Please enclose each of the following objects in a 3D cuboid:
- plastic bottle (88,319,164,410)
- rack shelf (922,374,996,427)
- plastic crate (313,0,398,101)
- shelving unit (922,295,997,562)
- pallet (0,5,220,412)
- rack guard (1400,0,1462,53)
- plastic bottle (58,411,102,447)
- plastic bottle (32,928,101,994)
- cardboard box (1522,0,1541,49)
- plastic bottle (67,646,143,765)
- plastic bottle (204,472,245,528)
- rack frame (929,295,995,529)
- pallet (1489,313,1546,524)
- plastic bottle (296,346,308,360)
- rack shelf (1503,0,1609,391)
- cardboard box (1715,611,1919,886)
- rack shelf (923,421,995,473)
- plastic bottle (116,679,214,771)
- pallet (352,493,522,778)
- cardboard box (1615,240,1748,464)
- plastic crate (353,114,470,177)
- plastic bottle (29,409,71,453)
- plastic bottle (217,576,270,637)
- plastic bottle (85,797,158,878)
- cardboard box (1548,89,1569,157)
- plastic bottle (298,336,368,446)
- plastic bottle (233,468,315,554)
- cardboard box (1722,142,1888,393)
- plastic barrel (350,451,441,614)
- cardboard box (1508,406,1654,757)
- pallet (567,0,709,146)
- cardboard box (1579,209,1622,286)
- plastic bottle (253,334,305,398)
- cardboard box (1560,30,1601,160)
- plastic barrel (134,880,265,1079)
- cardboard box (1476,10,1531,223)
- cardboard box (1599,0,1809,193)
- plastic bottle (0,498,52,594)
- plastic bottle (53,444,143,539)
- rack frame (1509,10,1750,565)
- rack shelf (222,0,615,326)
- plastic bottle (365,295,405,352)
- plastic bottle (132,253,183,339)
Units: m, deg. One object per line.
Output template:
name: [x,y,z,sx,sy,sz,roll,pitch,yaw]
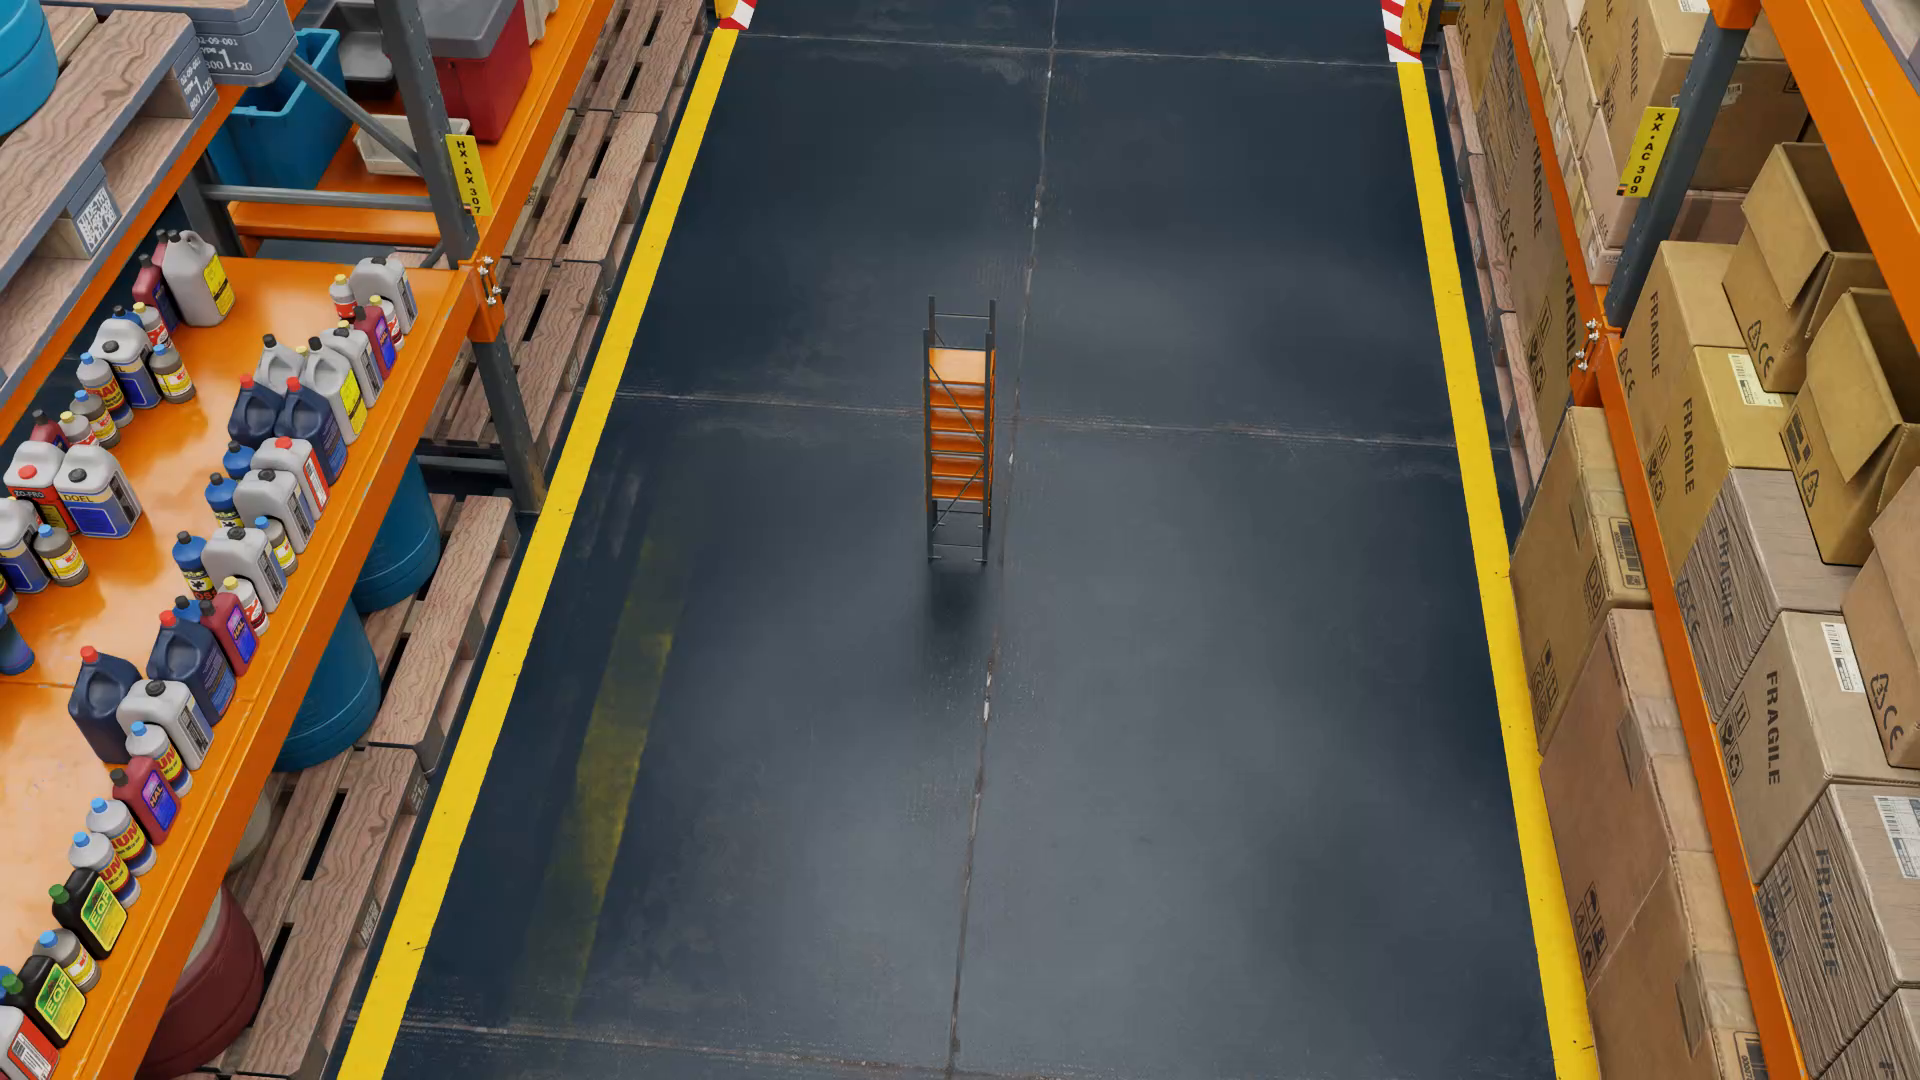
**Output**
plastic bottle: [-2.681,-0.566,5.345,0.152,0.276,0.135,4,48,4]
rack shelf: [-0.001,-0.526,6.179,0.258,0.103,0.180,4,48,4]
plastic crate: [-2.392,-1.960,6.681,0.437,0.125,0.590,4,48,4]
shelving unit: [-0.001,-0.394,6.323,0.258,1.200,0.189,4,48,4]
pallet: [-2.301,-0.724,3.501,1.003,0.211,1.213,4,48,4]
rack guard: [3.073,-2.972,9.155,1.175,0.500,0.348,4,48,4]
plastic bottle: [-2.737,-0.315,5.166,0.097,0.201,0.097,0,48,0]
plastic bottle: [-2.137,0.997,3.966,0.097,0.201,0.097,0,48,0]
cardboard box: [2.549,-2.151,6.881,0.380,0.149,0.250,5,48,4]
plastic bottle: [-2.248,0.421,4.392,0.144,0.351,0.185,4,48,4]
plastic bottle: [-2.158,-0.094,4.916,0.097,0.271,0.097,0,48,0]
rack frame: [0.007,-0.462,6.385,0.240,1.200,0.006,4,48,4]
pallet: [2.853,-0.471,7.064,1.003,0.211,1.213,4,48,4]
plastic bottle: [-2.099,-0.539,5.371,0.097,0.201,0.097,0,48,0]
rack shelf: [2.889,-2.085,7.138,1.077,0.370,4.000,4,48,4]
cardboard box: [2.283,0.546,4.176,0.500,0.500,0.500,5,48,4]
rack shelf: [-0.001,-0.364,6.356,0.258,0.103,0.180,4,48,4]
plastic bottle: [-2.103,0.474,4.393,0.152,0.276,0.135,4,48,4]
pallet: [-2.338,0.314,6.346,1.003,0.211,1.213,4,48,4]
cardboard box: [2.415,-0.571,5.198,0.500,0.500,0.500,4,48,4]
plastic crate: [-2.041,-1.455,6.212,0.396,0.136,0.243,4,48,4]
plastic bottle: [-2.765,-0.259,5.059,0.061,0.283,0.133,4,48,4]
plastic bottle: [-2.036,0.182,4.711,0.097,0.201,0.097,0,48,0]
plastic bottle: [-2.107,0.732,4.160,0.097,0.271,0.097,0,48,0]
cardboard box: [2.478,-1.587,6.364,0.380,0.149,0.250,5,48,4]
plastic bottle: [-1.984,-0.477,5.213,0.144,0.351,0.185,4,48,4]
plastic bottle: [-2.032,-0.100,4.919,0.152,0.276,0.135,4,48,4]
cardboard box: [2.656,-0.761,4.691,0.797,0.503,0.637,3,48,3]
plastic barrel: [-2.293,-0.226,6.088,0.600,0.901,0.708,4,48,4]
cardboard box: [2.668,0.189,5.726,1.225,0.875,0.875,4,48,4]
pallet: [-1.975,-2.586,8.998,1.003,0.211,1.213,4,48,4]
cardboard box: [2.408,-1.020,5.846,0.380,0.149,0.250,4,48,4]
plastic bottle: [-2.128,-0.487,5.222,0.144,0.351,0.185,4,48,4]
cardboard box: [2.530,-1.631,6.135,0.500,0.250,0.500,5,48,5]
plastic barrel: [-2.460,1.229,4.968,0.600,0.588,0.708,4,48,4]
cardboard box: [3.009,-2.078,7.799,0.875,0.875,0.875,4,48,4]
cardboard box: [2.482,-1.517,5.523,0.500,0.500,0.500,5,48,5]
plastic bottle: [-2.753,0.016,4.813,0.152,0.276,0.135,4,48,4]
plastic bottle: [-2.581,-0.145,4.959,0.152,0.276,0.135,4,48,4]
rack frame: [2.706,-0.858,5.528,1.000,3.000,0.127,4,48,4]
rack shelf: [-2.044,-2.418,7.443,1.077,0.370,4.000,4,48,4]
plastic bottle: [-1.923,-0.726,5.542,0.097,0.201,0.097,0,48,0]
plastic bottle: [-2.697,-0.813,5.566,0.061,0.283,0.133,4,48,4]
